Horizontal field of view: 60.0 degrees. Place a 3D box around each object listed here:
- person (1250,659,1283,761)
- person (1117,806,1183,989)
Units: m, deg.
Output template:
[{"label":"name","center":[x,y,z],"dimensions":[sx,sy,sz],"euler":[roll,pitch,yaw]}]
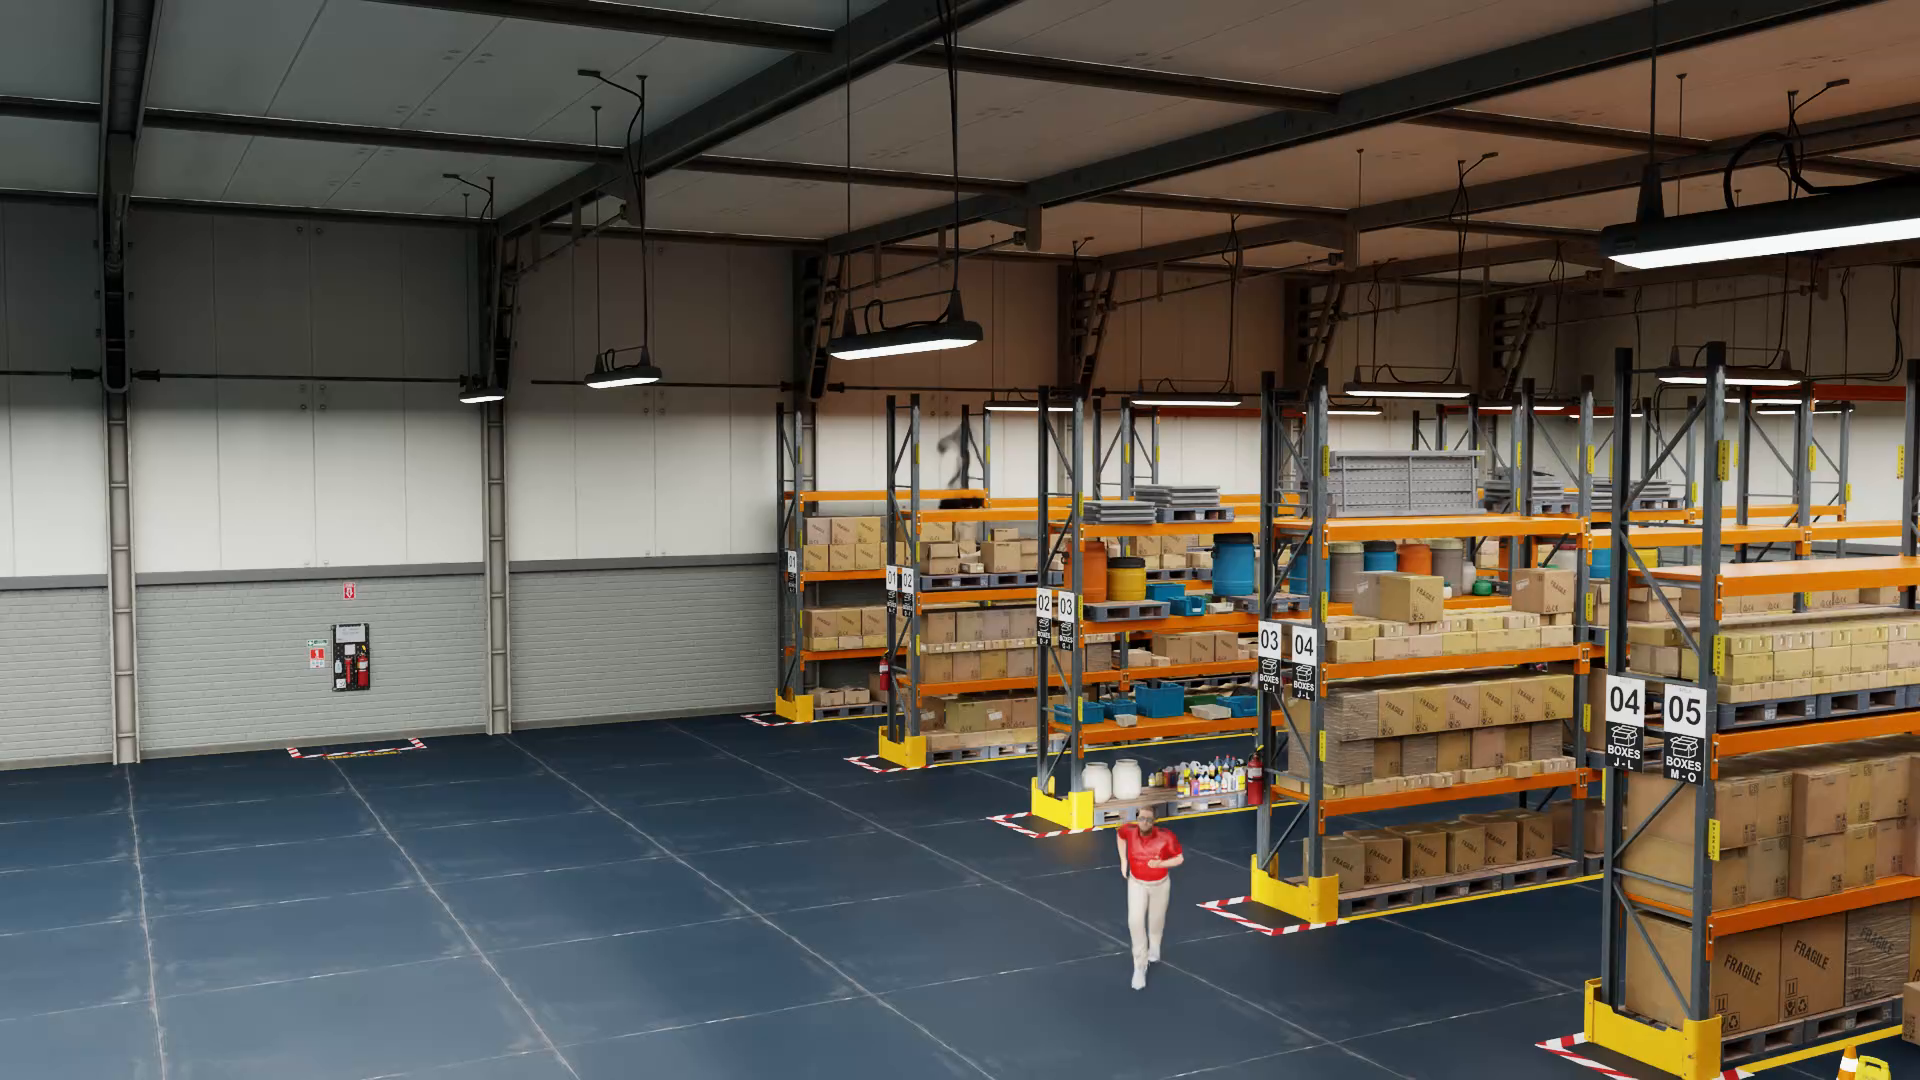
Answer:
[{"label":"person","center":[4.993,2.751,27.150],"dimensions":[0.863,1.771,0.658],"euler":[-3,4,-44]},{"label":"person","center":[1.851,3.416,16.224],"dimensions":[0.655,1.755,0.967],"euler":[0,3,9]}]
